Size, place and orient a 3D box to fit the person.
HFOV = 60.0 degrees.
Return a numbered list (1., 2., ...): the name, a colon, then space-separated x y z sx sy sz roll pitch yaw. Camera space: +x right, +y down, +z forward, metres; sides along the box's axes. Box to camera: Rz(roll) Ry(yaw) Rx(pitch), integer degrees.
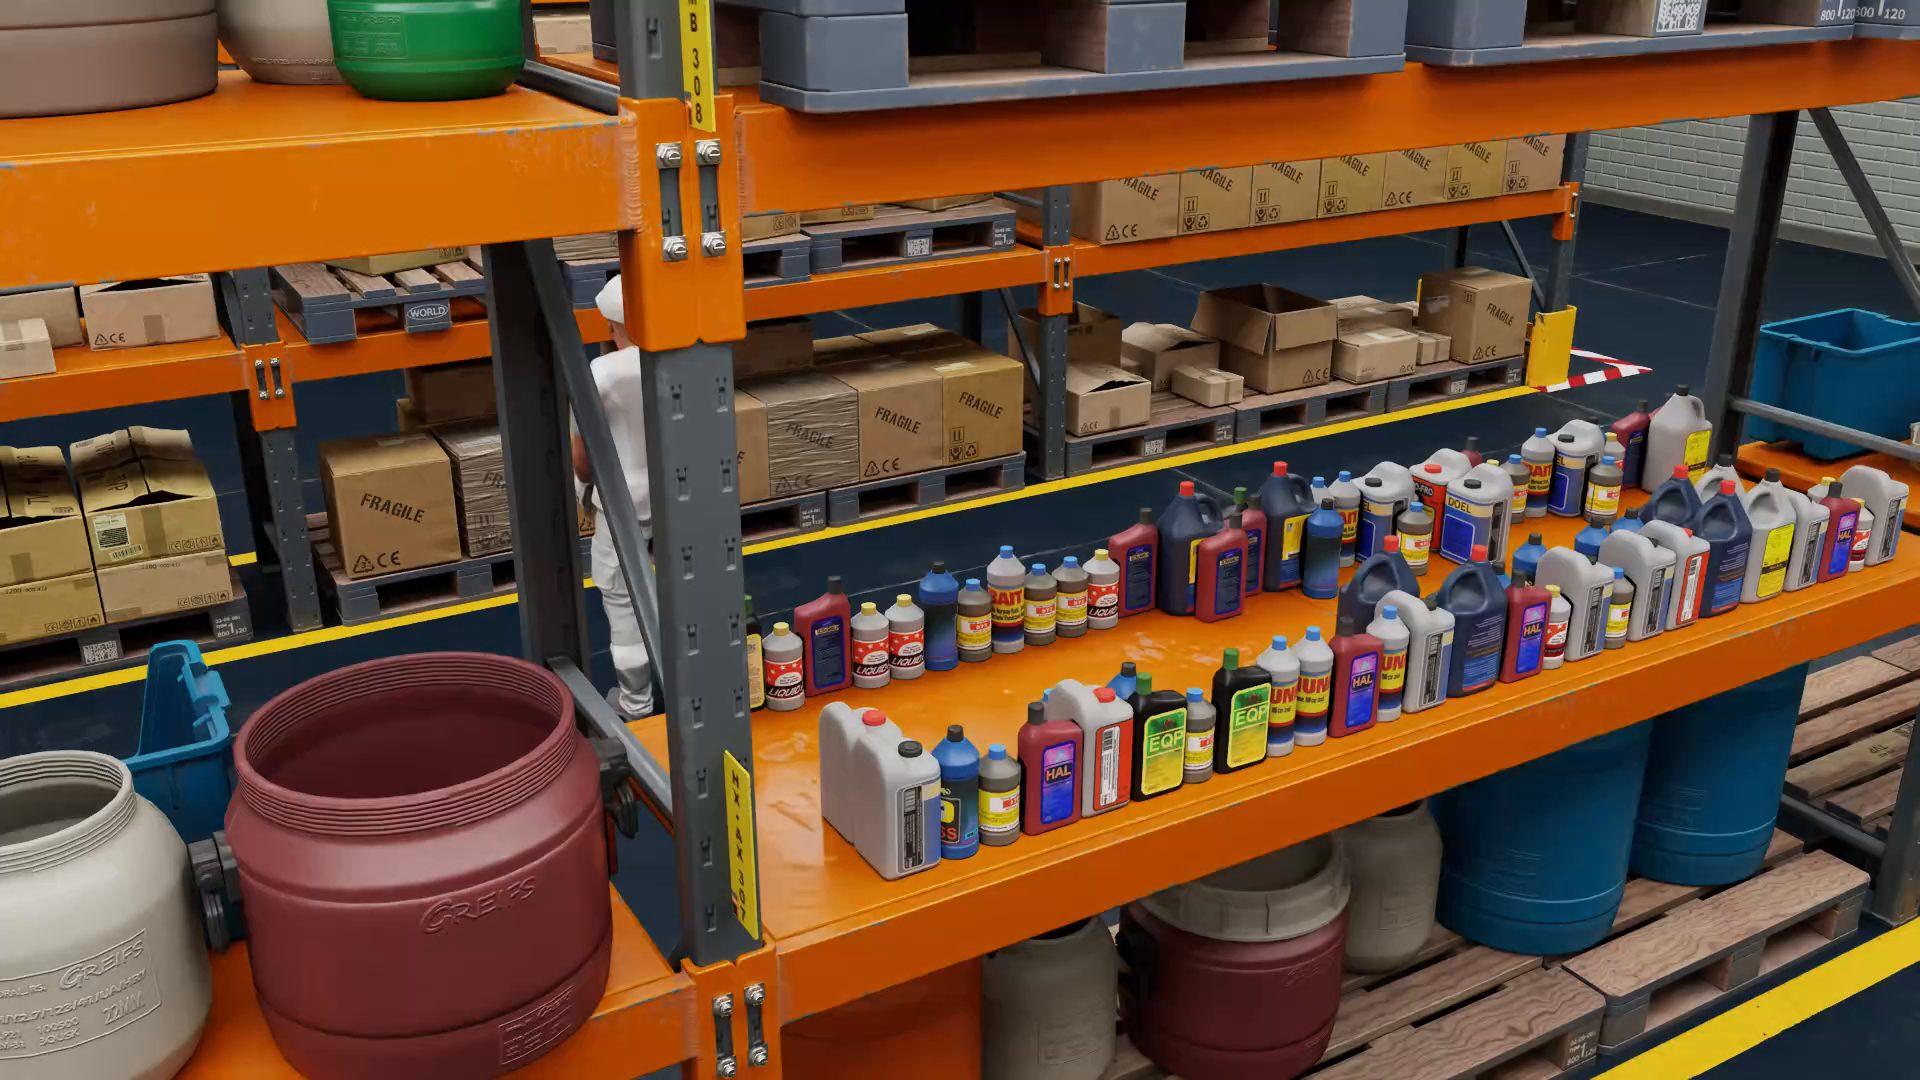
1. person: -1.243 -0.152 6.435 0.531 1.792 0.486 -13 25 -29
